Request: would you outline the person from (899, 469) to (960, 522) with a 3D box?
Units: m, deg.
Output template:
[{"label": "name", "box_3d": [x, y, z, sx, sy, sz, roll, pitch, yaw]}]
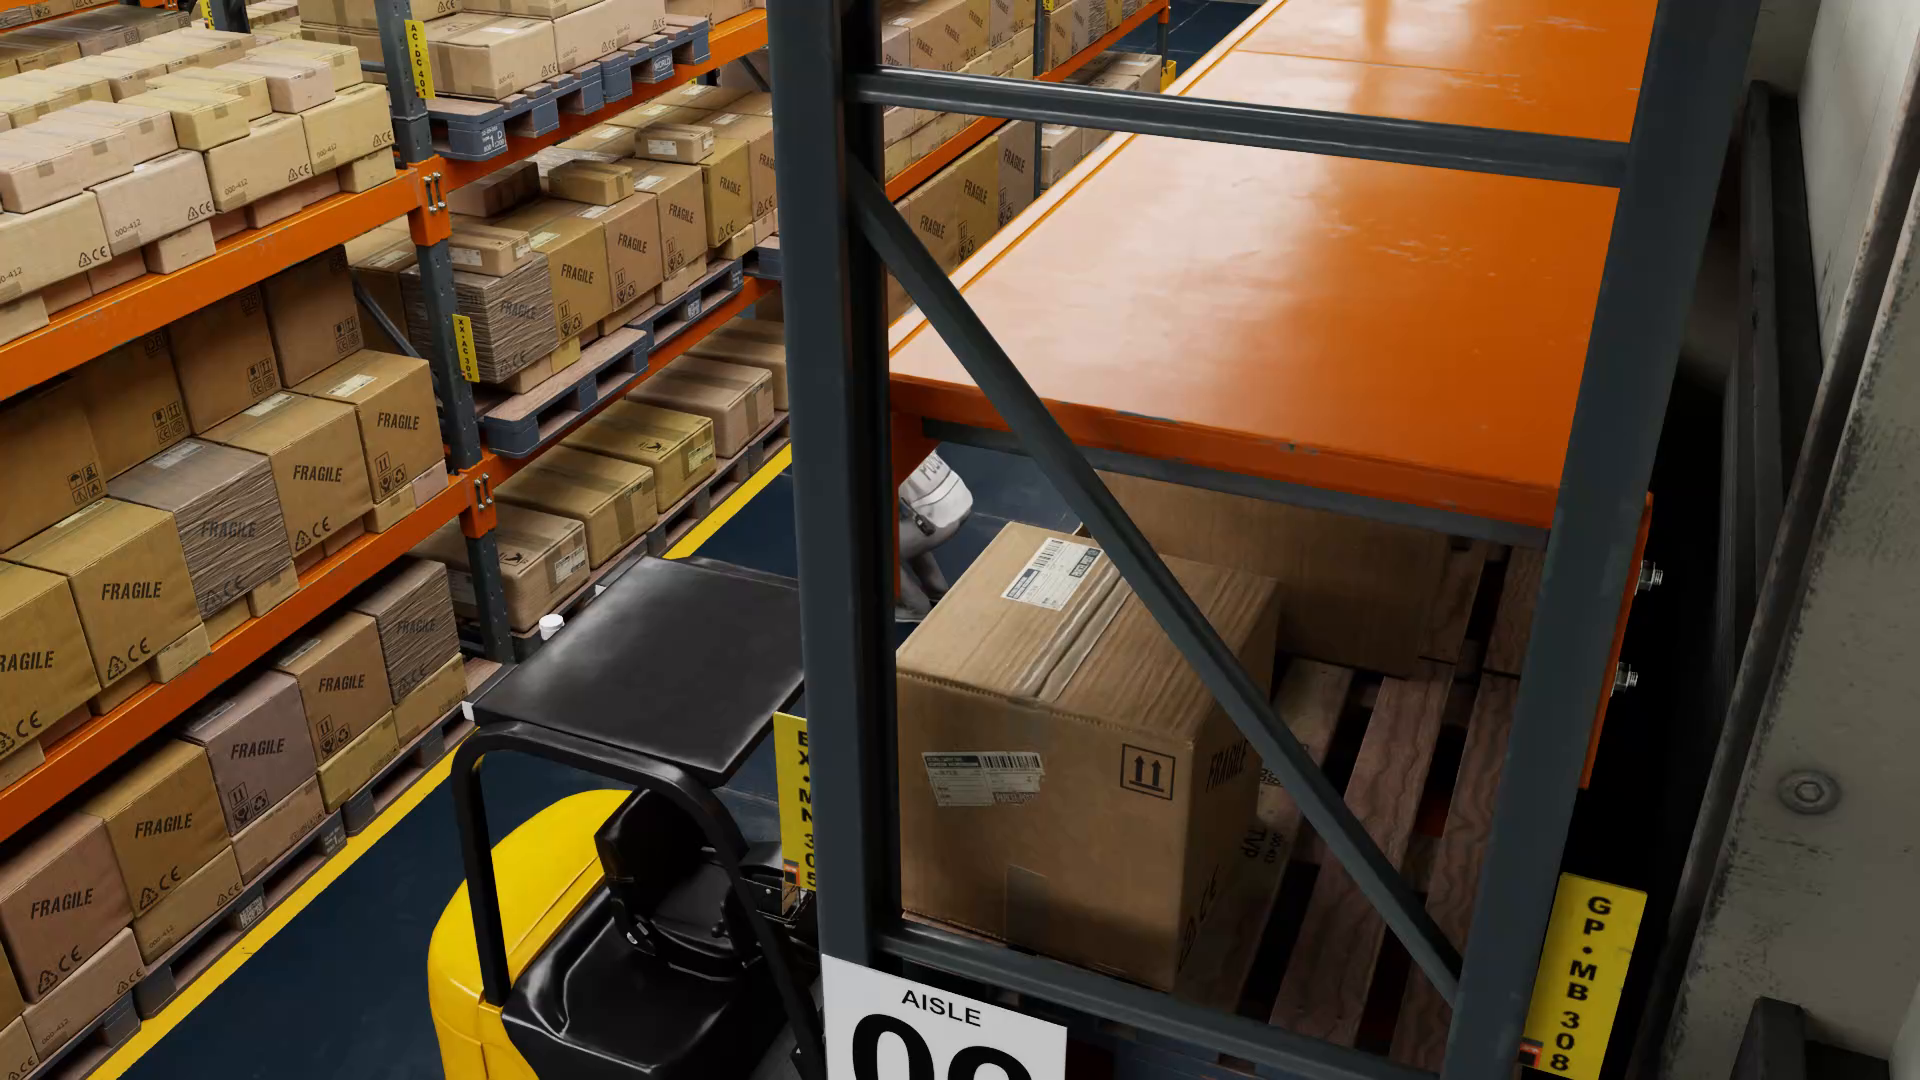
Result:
[{"label": "person", "box_3d": [-0.377, -0.290, 9.012, 0.703, 0.869, 0.493, 11, 32, 19]}]
